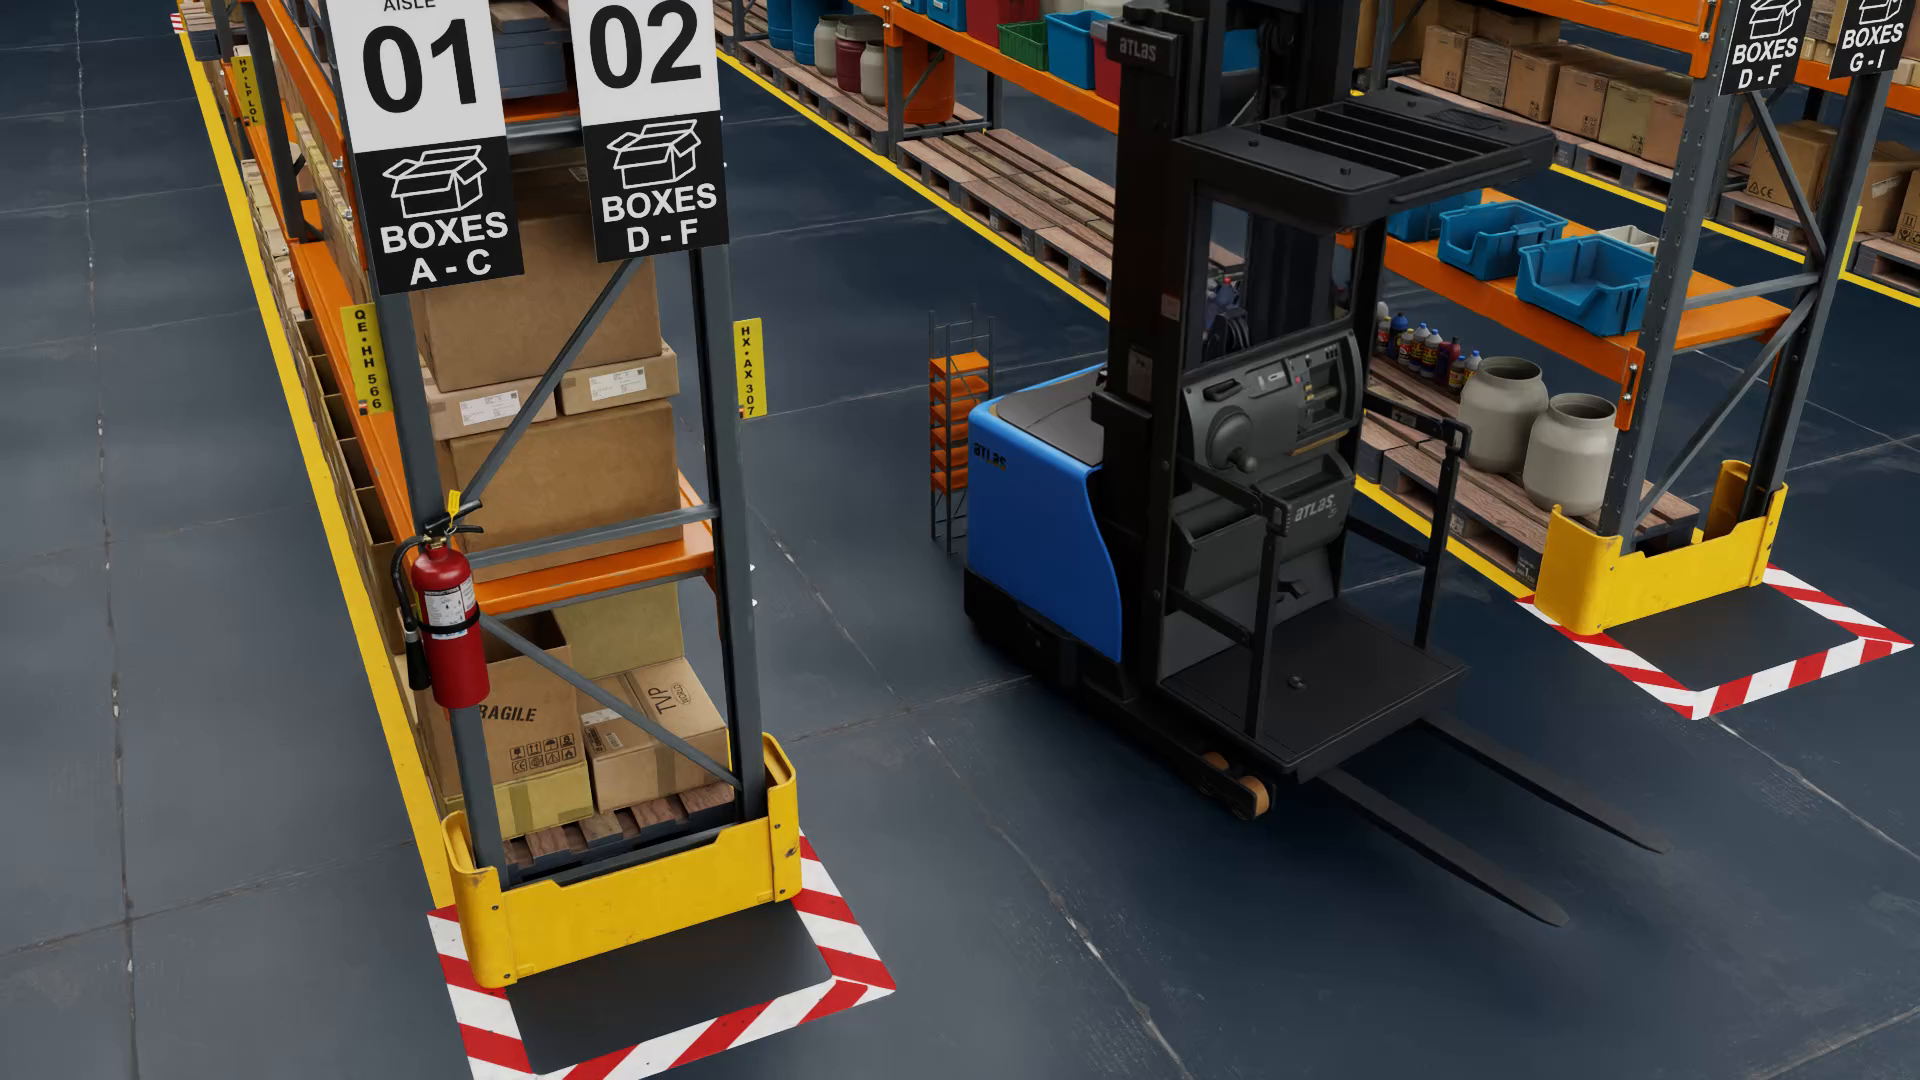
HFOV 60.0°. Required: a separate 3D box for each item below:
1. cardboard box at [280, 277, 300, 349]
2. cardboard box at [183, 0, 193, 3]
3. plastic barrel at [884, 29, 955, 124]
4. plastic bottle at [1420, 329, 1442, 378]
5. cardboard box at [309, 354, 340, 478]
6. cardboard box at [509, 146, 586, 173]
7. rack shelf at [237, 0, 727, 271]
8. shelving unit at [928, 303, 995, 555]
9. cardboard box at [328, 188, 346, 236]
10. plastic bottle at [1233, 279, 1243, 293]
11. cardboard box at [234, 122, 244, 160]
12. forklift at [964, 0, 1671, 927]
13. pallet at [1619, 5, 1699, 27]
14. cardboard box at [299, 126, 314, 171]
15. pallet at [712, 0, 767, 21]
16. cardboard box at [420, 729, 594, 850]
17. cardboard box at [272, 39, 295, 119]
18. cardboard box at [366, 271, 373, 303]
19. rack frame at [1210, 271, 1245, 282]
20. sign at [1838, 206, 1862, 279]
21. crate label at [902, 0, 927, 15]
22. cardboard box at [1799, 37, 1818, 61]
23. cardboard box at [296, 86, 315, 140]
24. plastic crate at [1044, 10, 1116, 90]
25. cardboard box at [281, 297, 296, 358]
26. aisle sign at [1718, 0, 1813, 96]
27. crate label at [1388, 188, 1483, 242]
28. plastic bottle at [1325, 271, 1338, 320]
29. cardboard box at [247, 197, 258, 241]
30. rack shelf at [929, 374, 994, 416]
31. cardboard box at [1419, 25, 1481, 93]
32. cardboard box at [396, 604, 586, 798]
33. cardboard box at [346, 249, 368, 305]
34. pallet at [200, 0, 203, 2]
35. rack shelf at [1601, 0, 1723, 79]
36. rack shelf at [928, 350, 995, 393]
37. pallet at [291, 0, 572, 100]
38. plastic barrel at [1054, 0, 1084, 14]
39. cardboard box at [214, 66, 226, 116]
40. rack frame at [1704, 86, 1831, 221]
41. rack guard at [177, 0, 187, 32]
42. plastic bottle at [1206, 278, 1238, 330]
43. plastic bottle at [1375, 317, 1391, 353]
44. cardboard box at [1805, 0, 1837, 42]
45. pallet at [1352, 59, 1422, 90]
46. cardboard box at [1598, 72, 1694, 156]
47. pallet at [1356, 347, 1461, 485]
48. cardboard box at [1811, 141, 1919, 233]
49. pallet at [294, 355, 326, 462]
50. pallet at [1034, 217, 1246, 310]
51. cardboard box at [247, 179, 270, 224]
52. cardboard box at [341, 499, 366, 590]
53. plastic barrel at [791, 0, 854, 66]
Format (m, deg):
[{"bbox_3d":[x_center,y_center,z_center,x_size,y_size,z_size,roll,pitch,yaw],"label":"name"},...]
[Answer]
[{"bbox_3d":[-3.539,-1.346,9.392,0.500,0.311,0.500,-12,32,-21],"label":"cardboard box"},{"bbox_3d":[-7.837,-5.543,17.430,0.500,0.250,0.500,-13,32,-22],"label":"cardboard box"},{"bbox_3d":[-0.344,-4.025,14.151,0.600,0.830,0.708,-13,32,-22],"label":"plastic barrel"},{"bbox_3d":[2.671,-1.062,9.416,0.097,0.271,0.097,0,29,0],"label":"plastic bottle"},{"bbox_3d":[-2.739,-0.592,7.853,0.500,0.500,0.500,-13,32,-22],"label":"cardboard box"},{"bbox_3d":[-1.602,-1.077,5.674,0.700,0.500,0.500,-14,32,-23],"label":"cardboard box"},{"bbox_3d":[-2.019,-1.882,6.207,1.077,0.370,4.000,-13,32,-22],"label":"rack shelf"},{"bbox_3d":[0.006,-0.517,7.945,0.258,1.200,0.189,-13,32,-22],"label":"shelving unit"},{"bbox_3d":[-2.380,-1.369,6.860,0.380,0.149,0.250,-14,32,-23],"label":"cardboard box"},{"bbox_3d":[1.700,-1.432,9.995,0.144,0.351,0.185,-13,32,-22],"label":"plastic bottle"},{"bbox_3d":[-5.208,-3.003,12.644,0.500,0.500,0.500,-12,31,-20],"label":"cardboard box"},{"bbox_3d":[1.319,-0.486,6.121,1.130,2.935,3.031,-21,35,-32],"label":"forklift"},{"bbox_3d":[5.875,-4.133,12.751,1.003,0.211,1.213,-13,32,-22],"label":"pallet"},{"bbox_3d":[-2.829,-1.827,7.676,0.380,0.149,0.250,-13,32,-21],"label":"cardboard box"},{"bbox_3d":[-2.715,-5.983,18.704,1.003,0.211,1.213,-13,32,-22],"label":"pallet"},{"bbox_3d":[-1.657,0.838,6.071,0.500,0.250,0.500,-13,32,-22],"label":"cardboard box"},{"bbox_3d":[-3.859,-2.843,10.151,0.500,0.500,0.500,-15,33,-25],"label":"cardboard box"},{"bbox_3d":[-1.939,-0.915,6.049,0.380,0.149,0.250,-12,31,-20],"label":"cardboard box"},{"bbox_3d":[1.598,-2.809,10.192,1.000,3.000,0.127,-13,32,-22],"label":"rack frame"},{"bbox_3d":[3.814,-1.276,7.176,0.100,0.325,0.005,-13,32,-22],"label":"sign"},{"bbox_3d":[-0.277,-4.238,12.912,0.303,0.233,0.416,-13,32,-22],"label":"crate label"},{"bbox_3d":[5.988,-3.468,11.625,0.380,0.149,0.250,-13,32,-22],"label":"cardboard box"},{"bbox_3d":[-2.681,-2.185,7.652,0.700,0.500,0.500,-13,32,-22],"label":"cardboard box"},{"bbox_3d":[0.844,-3.224,10.949,0.392,0.384,0.575,-13,32,-22],"label":"plastic crate"},{"bbox_3d":[-3.753,-1.326,9.931,0.500,0.250,0.500,-12,32,-21],"label":"cardboard box"},{"bbox_3d":[3.078,-2.082,6.238,0.394,0.787,0.004,-13,32,-22],"label":"aisle sign"},{"bbox_3d":[2.281,-1.814,8.381,0.502,0.435,0.616,-13,32,-22],"label":"crate label"},{"bbox_3d":[2.217,-1.537,10.182,0.144,0.351,0.185,-15,32,-24],"label":"plastic bottle"},{"bbox_3d":[-4.635,-2.228,11.539,0.500,0.250,0.500,-13,32,-22],"label":"cardboard box"},{"bbox_3d":[0.006,-0.688,7.850,0.258,0.103,0.180,-13,32,-22],"label":"rack shelf"},{"bbox_3d":[4.660,-4.426,15.182,0.700,0.500,0.500,-15,33,-25],"label":"cardboard box"},{"bbox_3d":[-1.659,0.511,5.887,0.500,0.500,0.500,-13,32,-22],"label":"cardboard box"},{"bbox_3d":[-2.237,-1.165,7.159,0.700,0.500,0.500,-13,32,-21],"label":"cardboard box"},{"bbox_3d":[-5.433,-4.312,13.069,1.003,0.211,1.213,-13,32,-22],"label":"pallet"},{"bbox_3d":[2.457,-2.920,8.059,1.077,0.370,4.000,-13,32,-22],"label":"rack shelf"},{"bbox_3d":[0.006,-0.792,7.791,0.258,0.103,0.180,-13,32,-22],"label":"rack shelf"},{"bbox_3d":[-1.440,-1.591,5.044,1.003,0.211,1.213,-13,32,-22],"label":"pallet"},{"bbox_3d":[0.885,-3.852,11.914,0.433,0.535,0.433,0,29,0],"label":"plastic barrel"},{"bbox_3d":[-6.085,-3.908,14.258,0.500,0.500,0.500,-13,32,-21],"label":"cardboard box"},{"bbox_3d":[6.071,-3.849,12.047,1.000,3.000,0.127,-13,32,-22],"label":"rack frame"},{"bbox_3d":[-7.996,-5.948,18.345,1.175,0.500,0.348,-13,32,-22],"label":"rack guard"},{"bbox_3d":[1.570,-1.402,9.941,0.144,0.351,0.185,-12,32,-21],"label":"plastic bottle"},{"bbox_3d":[2.498,-1.210,9.752,0.097,0.201,0.097,0,29,0],"label":"plastic bottle"},{"bbox_3d":[6.209,-3.811,11.572,0.875,0.500,0.500,-13,32,-22],"label":"cardboard box"},{"bbox_3d":[4.084,-4.764,16.529,1.003,0.211,1.213,-13,32,-22],"label":"pallet"},{"bbox_3d":[5.640,-3.441,13.425,0.700,0.500,0.500,-13,32,-22],"label":"cardboard box"},{"bbox_3d":[2.376,-0.748,9.367,1.003,0.211,1.213,-13,32,-22],"label":"pallet"},{"bbox_3d":[6.460,-2.505,11.777,0.500,0.500,0.500,-3,29,-6],"label":"cardboard box"},{"bbox_3d":[-3.229,-0.872,9.588,1.003,0.211,1.213,-13,32,-22],"label":"pallet"},{"bbox_3d":[1.226,-1.931,11.479,1.003,0.211,1.213,-13,32,-22],"label":"pallet"},{"bbox_3d":[-4.402,-2.243,10.991,0.500,0.311,0.500,-14,32,-23],"label":"cardboard box"},{"bbox_3d":[-2.532,-0.042,7.640,0.500,0.250,0.500,-13,32,-22],"label":"cardboard box"},{"bbox_3d":[-1.314,-5.054,15.912,0.600,0.901,0.708,-13,32,-22],"label":"plastic barrel"}]
